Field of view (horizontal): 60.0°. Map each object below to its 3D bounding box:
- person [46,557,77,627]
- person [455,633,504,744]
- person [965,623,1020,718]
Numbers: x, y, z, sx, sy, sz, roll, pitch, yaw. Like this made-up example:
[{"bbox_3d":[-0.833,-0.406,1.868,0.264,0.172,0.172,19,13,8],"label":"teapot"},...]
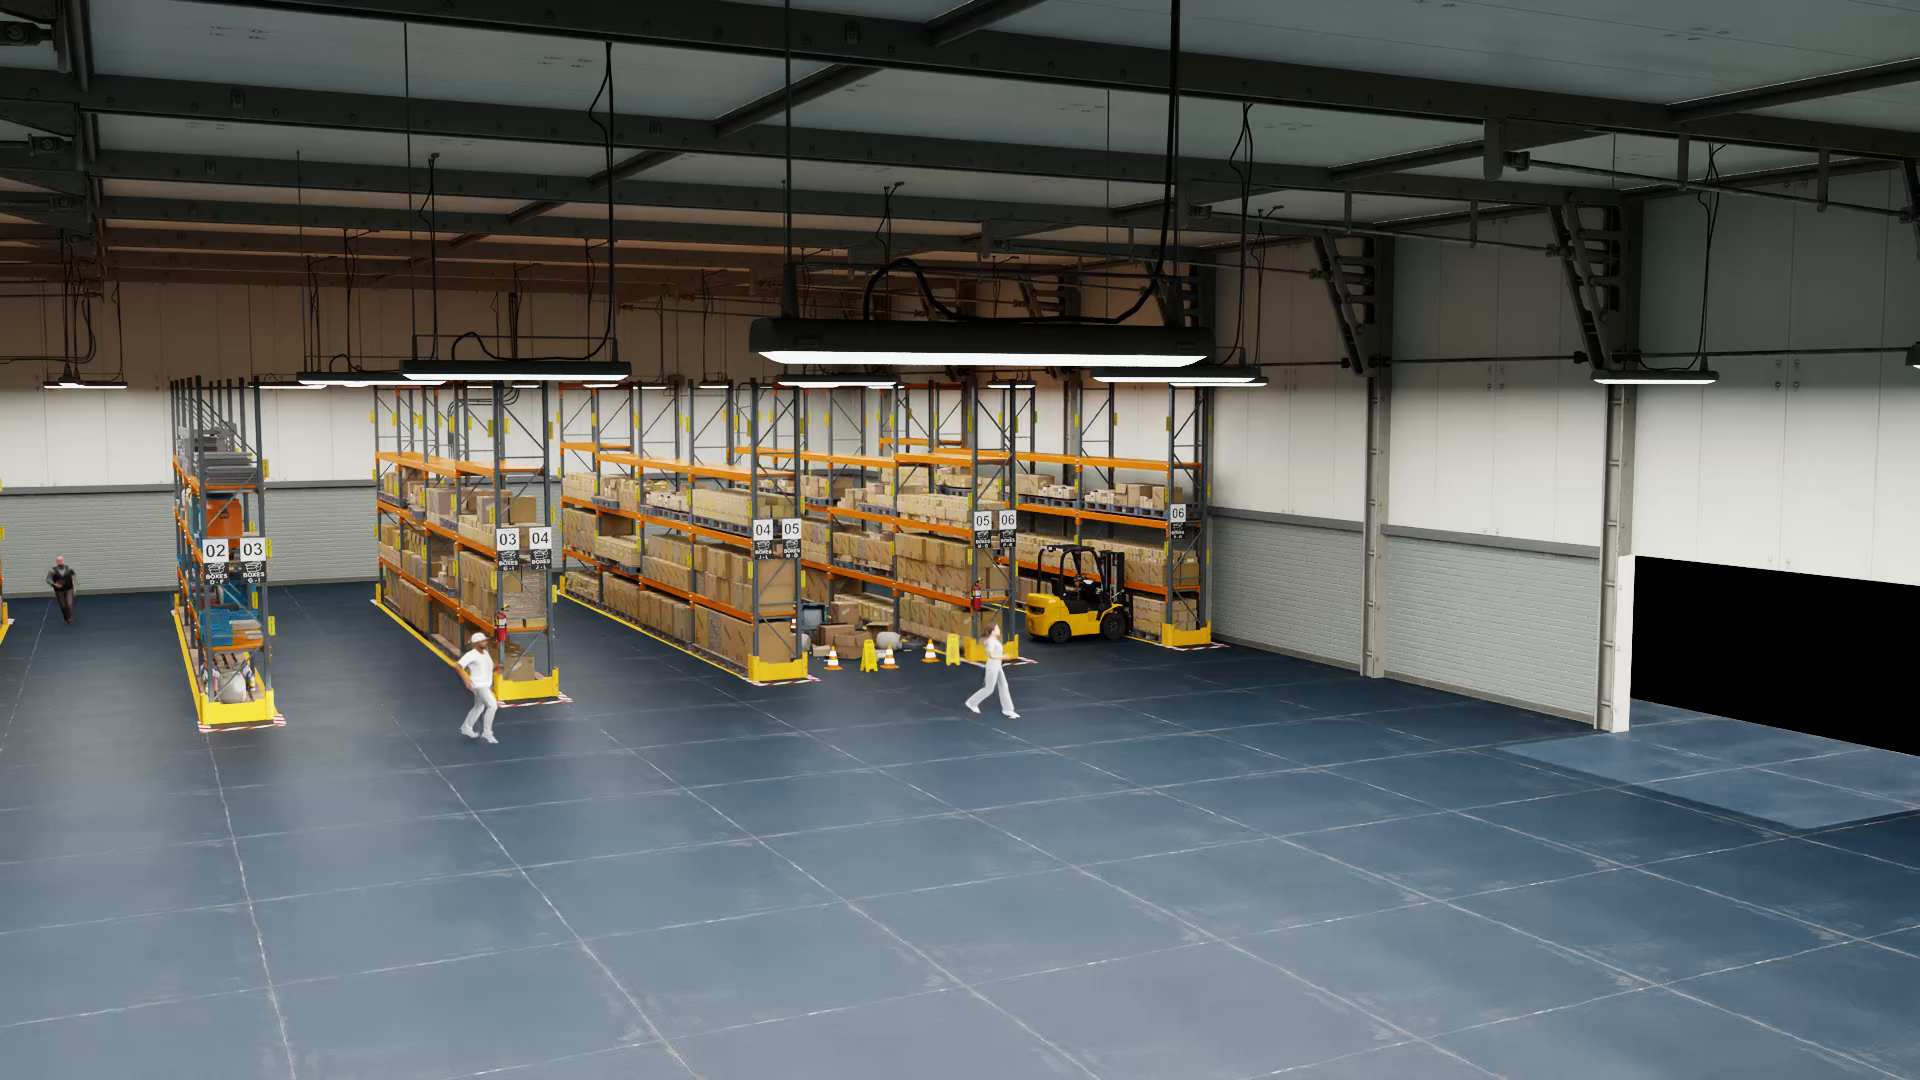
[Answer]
[{"bbox_3d":[-22.064,1.259,40.874,0.690,1.716,0.861,-4,6,-35],"label":"person"},{"bbox_3d":[-7.840,2.422,27.219,0.765,1.820,0.676,0,5,4],"label":"person"},{"bbox_3d":[0.569,2.285,29.178,0.956,1.684,0.566,1,5,10],"label":"person"}]
